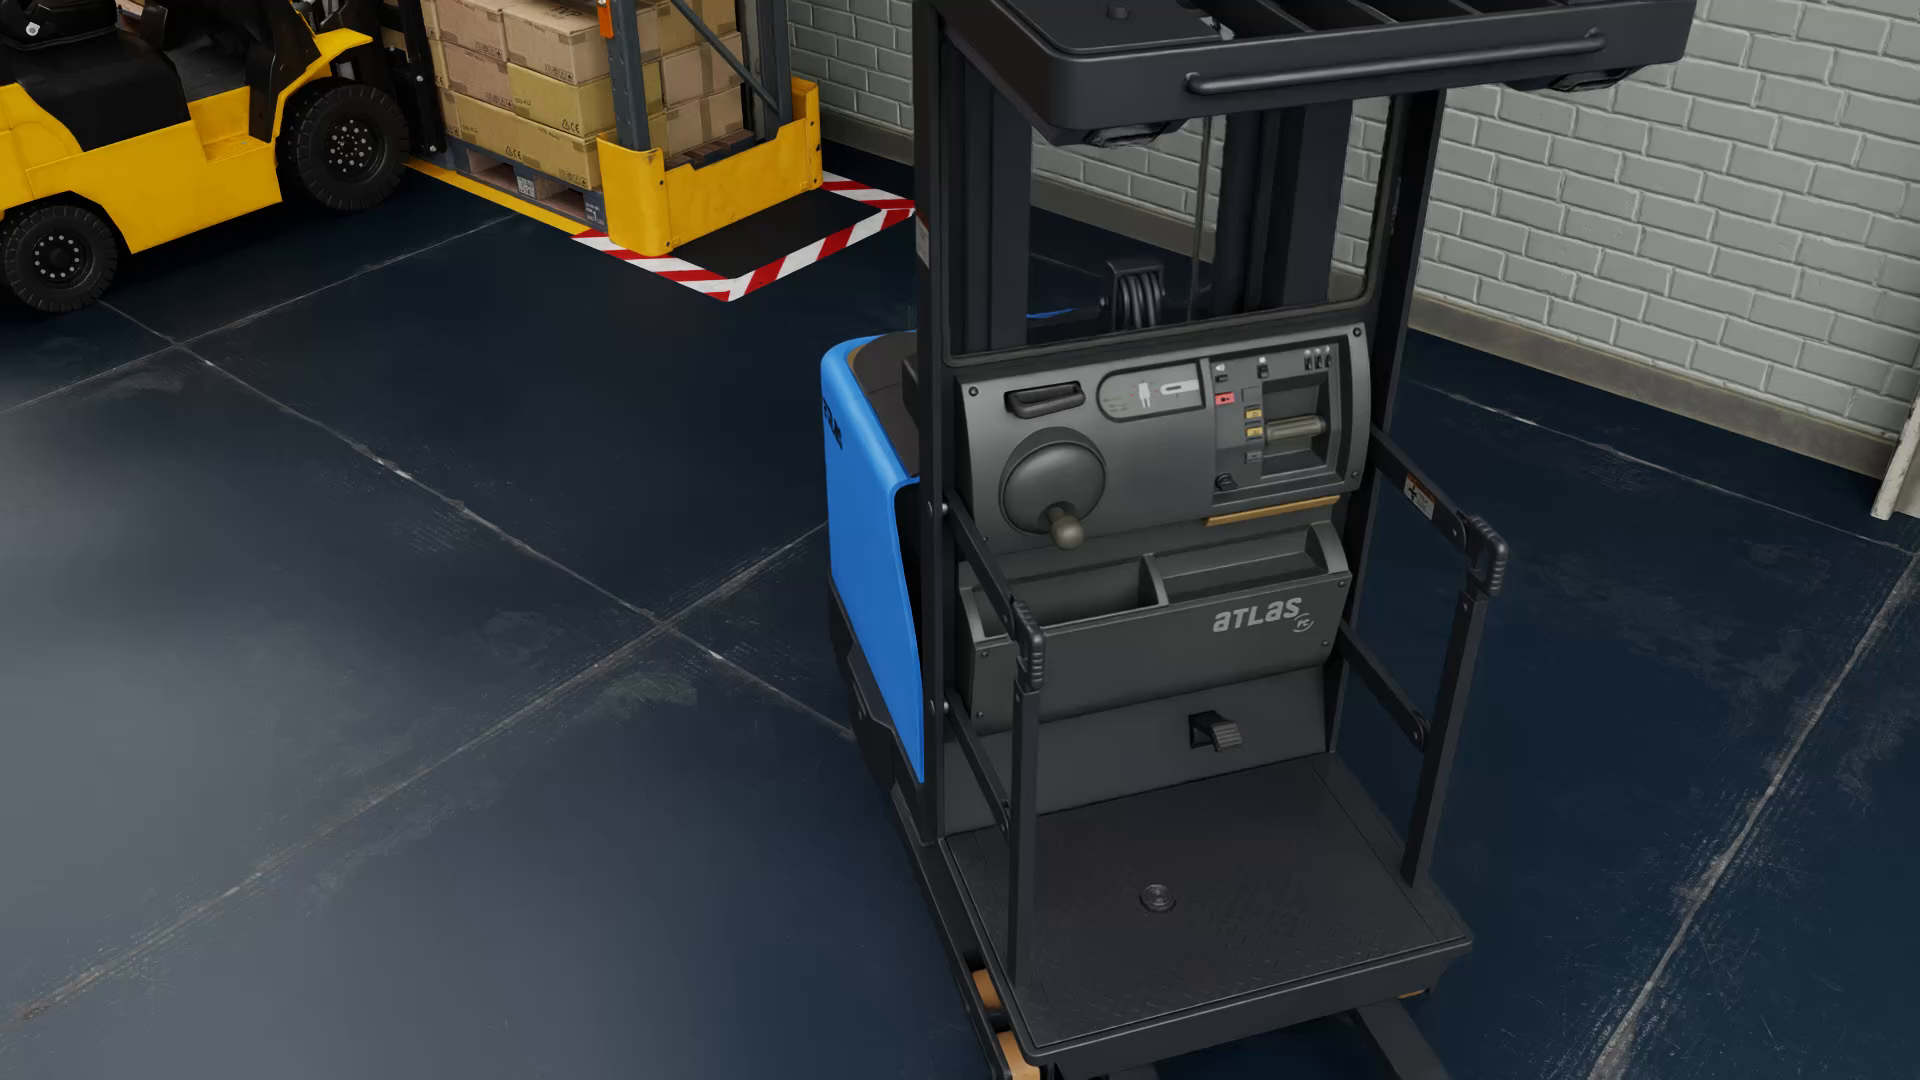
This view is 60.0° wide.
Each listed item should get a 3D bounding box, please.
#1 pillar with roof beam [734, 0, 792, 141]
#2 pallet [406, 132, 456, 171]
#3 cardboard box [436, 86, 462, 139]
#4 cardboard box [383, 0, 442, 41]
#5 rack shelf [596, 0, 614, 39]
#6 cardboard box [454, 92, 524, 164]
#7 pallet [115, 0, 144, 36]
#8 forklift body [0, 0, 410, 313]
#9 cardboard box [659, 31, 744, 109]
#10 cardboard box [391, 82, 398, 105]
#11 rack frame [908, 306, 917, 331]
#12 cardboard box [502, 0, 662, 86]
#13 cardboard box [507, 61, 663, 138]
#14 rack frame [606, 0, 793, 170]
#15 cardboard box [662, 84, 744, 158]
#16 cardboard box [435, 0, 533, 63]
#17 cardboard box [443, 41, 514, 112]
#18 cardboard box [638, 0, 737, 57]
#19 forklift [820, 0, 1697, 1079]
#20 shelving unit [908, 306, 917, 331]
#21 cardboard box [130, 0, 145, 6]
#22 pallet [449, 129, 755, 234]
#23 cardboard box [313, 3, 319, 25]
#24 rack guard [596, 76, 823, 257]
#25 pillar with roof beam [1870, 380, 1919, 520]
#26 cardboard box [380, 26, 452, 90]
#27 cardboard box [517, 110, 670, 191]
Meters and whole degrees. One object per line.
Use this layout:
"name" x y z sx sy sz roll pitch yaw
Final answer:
"pillar with roof beam" -3.899 -4.094 3.762 0.400 9.000 9.100 25 42 32
"pallet" -2.734 -2.401 9.059 1.213 0.211 1.003 25 42 32
"cardboard box" -2.504 -2.291 8.494 0.500 0.250 0.500 26 42 32
"cardboard box" -2.530 -2.693 8.196 0.500 0.250 0.500 26 42 32
"rack shelf" -2.723 -3.277 8.508 4.000 0.370 1.077 25 42 32
"cardboard box" -2.126 -2.106 8.225 0.500 0.250 0.500 25 42 32
"pallet" -4.852 -3.399 10.512 1.213 0.211 1.003 25 42 32
"forklift body" -3.811 -2.393 7.334 1.214 2.155 2.313 25 42 32
"cardboard box" -1.415 -2.356 8.147 0.500 0.250 0.500 26 42 33
"cardboard box" -2.918 -2.469 8.754 0.500 0.250 0.500 27 43 33
"rack frame" -0.084 -0.411 5.553 0.006 0.900 0.240 25 42 32
"cardboard box" -1.740 -2.332 7.671 0.500 0.250 0.500 27 43 33
"cardboard box" -1.760 -2.135 7.826 0.500 0.250 0.500 25 41 31
"rack frame" -1.186 -2.849 7.249 0.127 3.000 1.000 25 42 32
"cardboard box" -1.439 -2.152 8.292 0.500 0.250 0.500 25 42 32
"cardboard box" -2.136 -2.515 7.937 0.500 0.250 0.500 26 42 33
"cardboard box" -2.139 -2.322 8.097 0.500 0.250 0.500 25 42 31
"cardboard box" -1.435 -2.558 7.999 0.500 0.250 0.500 25 41 31
"forklift" 0.521 -0.165 3.402 1.130 2.935 3.031 -10 36 -14
"shelving unit" -0.006 -0.374 5.500 0.210 0.900 0.258 25 42 32
"cardboard box" -4.669 -3.676 10.180 0.625 0.625 0.875 27 43 34
"pallet" -1.801 -1.959 8.415 1.213 0.211 1.003 25 42 32
"cardboard box" -3.319 -2.866 8.889 0.500 0.250 0.500 25 42 31
"rack guard" -1.168 -1.810 7.944 0.348 0.500 1.175 25 42 32
"pillar with roof beam" 0.712 -1.920 0.597 0.400 9.000 9.100 25 42 32
"cardboard box" -2.549 -2.499 8.356 0.500 0.250 0.500 24 41 31
"cardboard box" -1.750 -1.922 7.956 0.500 0.250 0.500 26 42 32
